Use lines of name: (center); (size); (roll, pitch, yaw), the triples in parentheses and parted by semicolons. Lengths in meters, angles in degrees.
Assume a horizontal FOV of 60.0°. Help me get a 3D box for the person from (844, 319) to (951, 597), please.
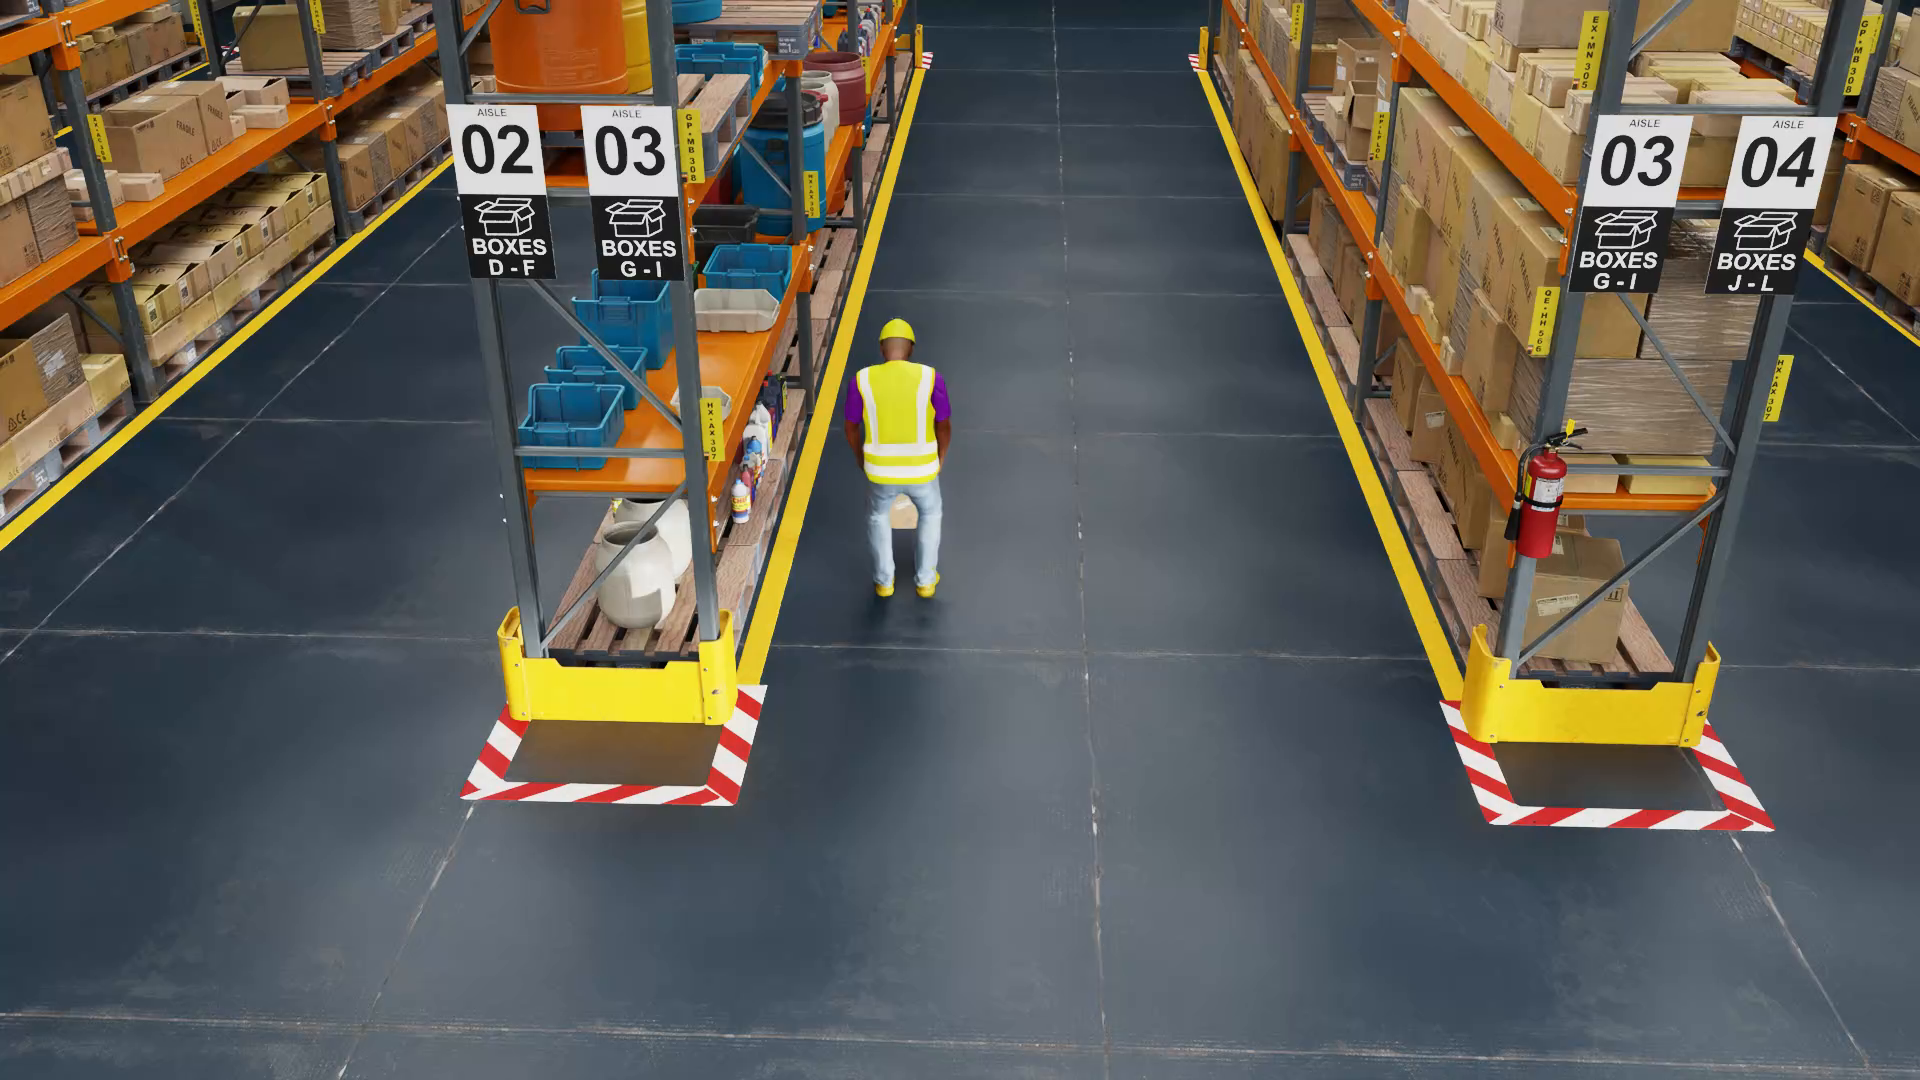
person: (-0.360, -0.453, 9.621); (0.616, 1.614, 0.599); (1, 28, 3)
